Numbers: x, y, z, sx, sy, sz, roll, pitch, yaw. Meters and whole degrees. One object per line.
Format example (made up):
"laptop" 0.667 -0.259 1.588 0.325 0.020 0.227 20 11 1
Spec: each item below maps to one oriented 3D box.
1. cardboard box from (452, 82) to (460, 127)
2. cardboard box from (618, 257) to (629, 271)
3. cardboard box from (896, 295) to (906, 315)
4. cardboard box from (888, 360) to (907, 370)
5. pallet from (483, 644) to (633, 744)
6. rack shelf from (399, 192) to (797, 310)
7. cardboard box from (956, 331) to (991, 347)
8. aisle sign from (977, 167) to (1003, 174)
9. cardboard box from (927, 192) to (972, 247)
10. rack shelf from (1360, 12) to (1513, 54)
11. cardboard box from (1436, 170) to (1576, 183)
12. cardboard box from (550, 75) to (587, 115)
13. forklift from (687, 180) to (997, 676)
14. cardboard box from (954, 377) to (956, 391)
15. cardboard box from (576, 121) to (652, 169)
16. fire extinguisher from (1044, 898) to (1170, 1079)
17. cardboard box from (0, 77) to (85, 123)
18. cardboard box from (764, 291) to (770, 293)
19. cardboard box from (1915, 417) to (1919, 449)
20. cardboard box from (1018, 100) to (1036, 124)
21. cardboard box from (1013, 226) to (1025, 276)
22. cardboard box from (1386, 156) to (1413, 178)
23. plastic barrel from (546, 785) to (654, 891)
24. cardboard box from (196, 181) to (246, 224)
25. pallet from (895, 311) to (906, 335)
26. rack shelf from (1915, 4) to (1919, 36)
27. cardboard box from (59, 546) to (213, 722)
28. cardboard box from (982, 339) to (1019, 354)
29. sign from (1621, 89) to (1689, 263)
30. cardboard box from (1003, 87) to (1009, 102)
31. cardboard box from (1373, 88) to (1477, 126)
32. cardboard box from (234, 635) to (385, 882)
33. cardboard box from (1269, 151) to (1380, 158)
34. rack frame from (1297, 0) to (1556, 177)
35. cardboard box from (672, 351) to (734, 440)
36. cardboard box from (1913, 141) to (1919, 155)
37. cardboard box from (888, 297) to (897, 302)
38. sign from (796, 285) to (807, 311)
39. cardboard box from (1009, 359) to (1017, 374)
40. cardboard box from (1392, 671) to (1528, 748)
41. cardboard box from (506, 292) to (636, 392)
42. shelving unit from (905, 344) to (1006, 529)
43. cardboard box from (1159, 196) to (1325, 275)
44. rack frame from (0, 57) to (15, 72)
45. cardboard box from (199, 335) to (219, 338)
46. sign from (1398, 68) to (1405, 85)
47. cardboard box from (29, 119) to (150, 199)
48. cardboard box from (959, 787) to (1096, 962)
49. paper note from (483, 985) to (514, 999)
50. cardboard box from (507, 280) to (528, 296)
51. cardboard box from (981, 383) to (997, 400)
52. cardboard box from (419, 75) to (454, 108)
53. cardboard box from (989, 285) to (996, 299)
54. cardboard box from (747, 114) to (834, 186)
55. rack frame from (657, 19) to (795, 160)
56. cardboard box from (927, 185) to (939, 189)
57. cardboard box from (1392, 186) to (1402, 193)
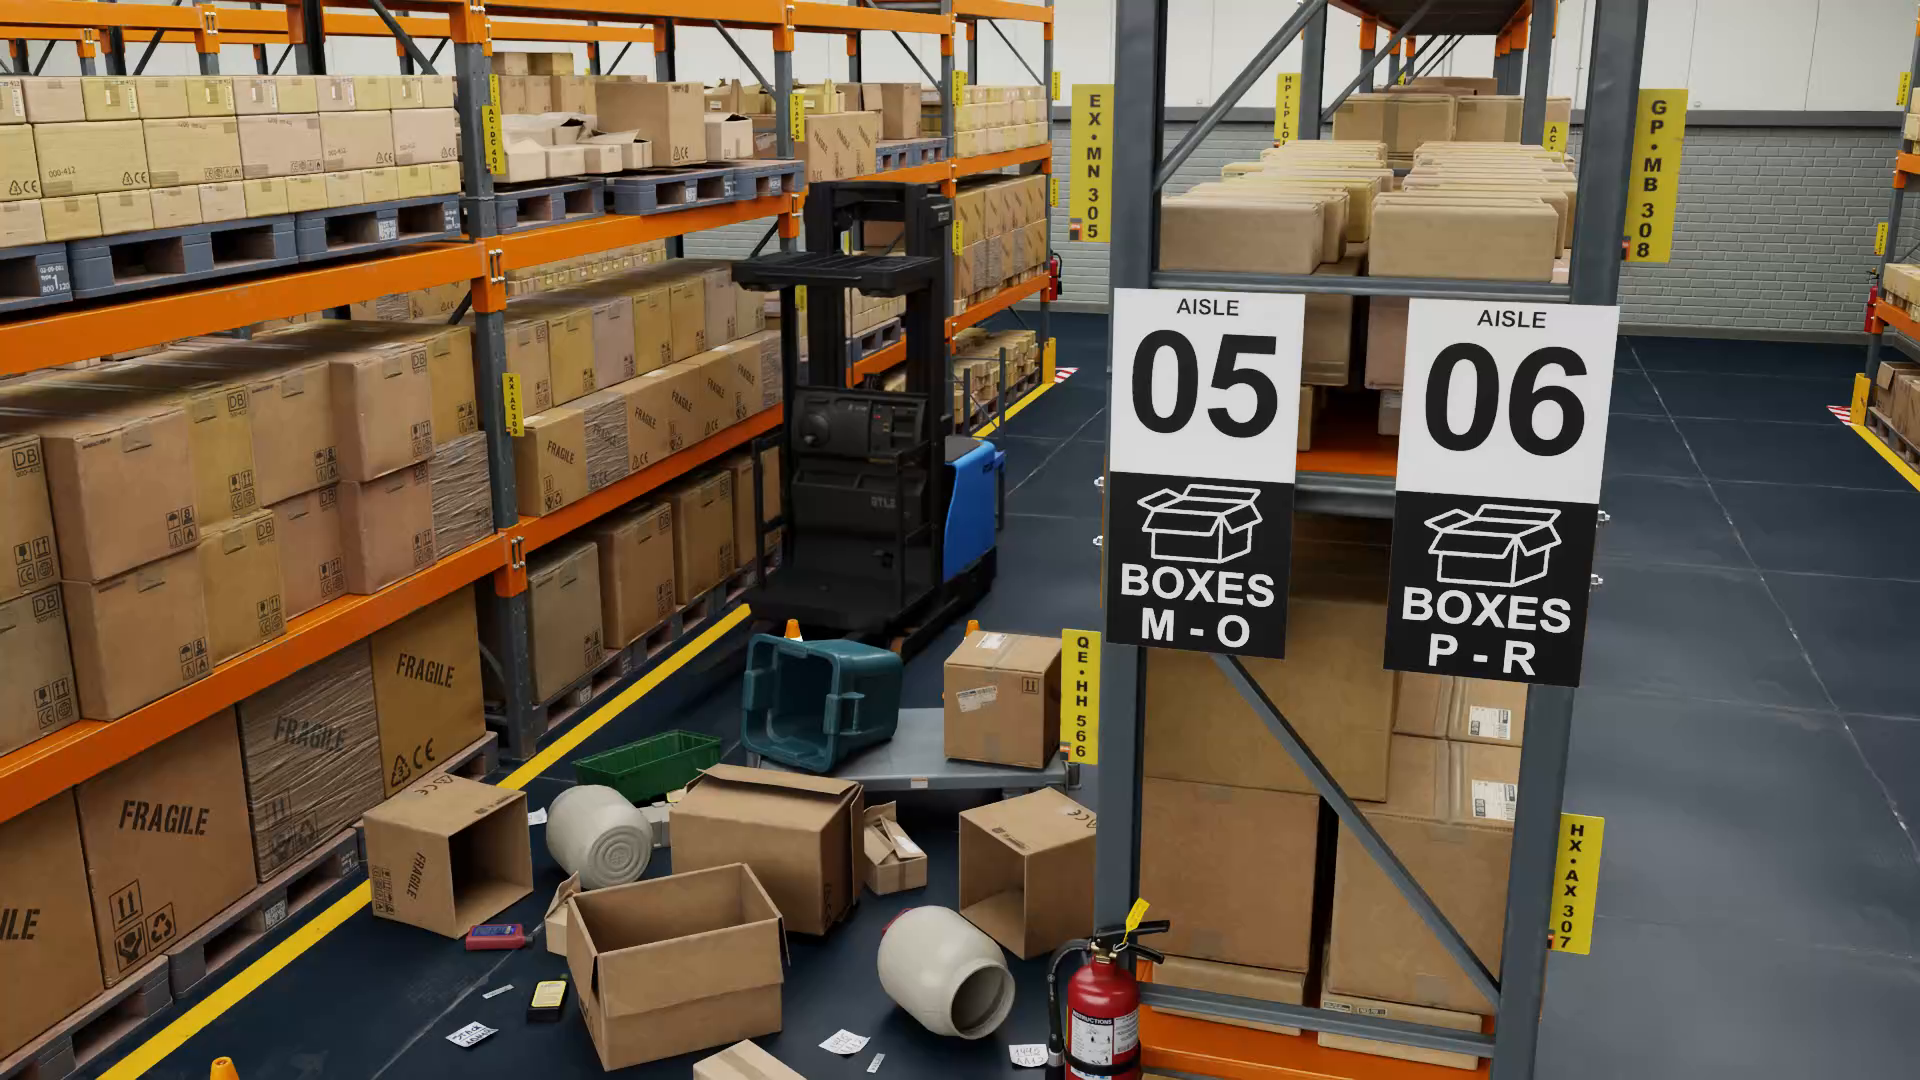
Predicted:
"cardboard box" -5.437 -4.327 16.637 0.700 0.500 0.500 5 17 17
"cardboard box" -4.219 -3.326 20.018 0.380 0.149 0.250 4 16 15
"cardboard box" -0.696 -2.138 15.062 0.380 0.149 0.250 4 16 13
"cardboard box" -0.524 -1.521 15.631 0.500 0.250 0.500 4 16 14
"pallet" -2.682 0.852 9.940 1.003 0.211 1.213 5 16 16
"rack shelf" -2.260 -1.902 10.361 1.077 0.370 4.000 5 16 16
"cardboard box" 0.144 -2.346 19.469 0.380 0.149 0.250 5 17 17
"aisle sign" 0.315 -4.715 19.690 0.394 0.787 0.004 5 16 16
"cardboard box" -0.193 -3.146 16.365 0.500 0.500 0.500 5 17 17
"rack shelf" 3.651 -3.842 12.435 1.077 0.370 4.000 5 16 16
"cardboard box" 1.566 -0.983 4.801 0.380 0.149 0.250 5 17 17
"cardboard box" -4.675 -5.003 18.838 0.700 0.500 0.500 5 17 18
"forklift" -0.742 -0.763 10.648 1.130 2.935 3.031 6 17 20
"cardboard box" -0.259 -1.566 16.718 0.380 0.149 0.250 5 17 18
"cardboard box" -2.094 -2.384 10.033 0.396 0.266 0.258 5 16 16
"fire extinguisher" 0.335 1.153 3.908 0.296 0.674 0.183 5 16 16
"cardboard box" -3.276 -1.520 5.741 0.380 0.149 0.250 4 16 15
"cardboard box" -1.772 -2.064 13.710 0.380 0.149 0.250 5 17 18
"cardboard box" 9.276 -1.035 15.292 0.700 0.500 0.500 4 16 14
"cardboard box" 0.551 -4.759 18.472 0.500 0.250 0.500 4 16 14
"cardboard box" 0.414 -3.208 18.413 0.500 0.500 0.500 5 16 16
"cardboard box" 1.973 -1.662 7.699 0.500 0.250 0.500 4 16 15
"plastic barrel" -1.680 1.373 7.713 0.421 0.421 0.512 -10 19 -32
"cardboard box" -3.058 -1.335 6.550 0.380 0.149 0.250 5 16 16
"pallet" -0.912 -2.094 15.567 1.003 0.211 1.213 5 16 16
"rack shelf" 9.548 -4.695 14.717 1.077 0.370 4.000 5 16 16
"cardboard box" -3.488 0.309 6.467 0.875 0.550 0.550 5 16 16
"cardboard box" 0.461 -2.178 18.877 0.380 0.149 0.250 4 16 14
"sign" 1.330 -0.700 3.201 0.100 0.325 0.005 5 16 16
"cardboard box" 0.310 -4.714 17.584 0.380 0.149 0.250 4 16 14
"cardboard box" 3.045 -2.776 11.165 0.797 0.503 0.637 4 16 12
"cardboard box" -3.327 0.933 7.666 0.875 0.875 0.875 5 17 16
"cardboard box" 1.292 -1.299 5.915 0.380 0.149 0.250 4 16 14
"rack frame" 1.946 -2.811 6.748 1.000 3.000 0.127 5 16 16
"cardboard box" -1.848 -0.977 11.093 0.500 0.500 0.500 4 16 15
"cardboard box" 9.803 -3.937 16.676 0.380 0.149 0.250 5 17 17
"cardboard box" -0.775 -2.206 14.757 0.380 0.149 0.250 4 16 13
"sign" -1.159 -1.843 12.210 0.100 0.325 0.005 5 16 16
"cardboard box" 0.424 -1.962 18.661 0.380 0.149 0.250 5 17 17
"cardboard box" 1.354 0.692 4.663 0.500 0.500 0.500 5 17 18
"cardboard box" -2.405 -1.209 10.077 0.700 0.500 0.500 5 17 16
"shelving unit" -0.024 -0.699 13.046 0.538 1.500 1.048 5 16 16
"cardboard box" 0.622 -0.695 3.786 0.380 0.149 0.250 5 17 16
"rack frame" -13.642 -7.488 23.238 1.000 3.000 0.127 5 16 16
"cardboard box" -6.516 -1.936 14.475 0.500 0.500 0.500 5 17 18
"sign" 4.826 -5.010 18.253 0.100 0.325 0.005 5 16 16
"cardboard box" -3.296 -1.371 5.946 0.500 0.250 0.500 4 16 15
"cardboard box" 0.337 1.451 7.291 0.500 0.500 0.500 -10 19 -32
"paper note" -1.889 1.847 6.801 0.123 0.001 0.032 -15 21 -41
"cardboard box" -4.879 -2.717 17.871 0.380 0.149 0.250 5 16 16
"cardboard box" 0.186 -1.619 17.994 0.380 0.149 0.250 4 16 14
"cardboard box" -2.627 -2.118 7.848 0.380 0.149 0.250 4 16 15
"cardboard box" 0.167 -2.651 17.640 0.380 0.149 0.250 5 17 18
"cardboard box" -1.274 -2.949 12.548 0.500 0.500 0.500 5 16 16
"rack frame" -1.692 -4.215 11.698 1.000 3.000 0.127 5 16 16
"cardboard box" -0.380 -3.460 17.469 0.500 0.500 0.500 5 17 17
"cardboard box" 1.421 -1.209 6.328 0.500 0.250 0.500 4 16 15
